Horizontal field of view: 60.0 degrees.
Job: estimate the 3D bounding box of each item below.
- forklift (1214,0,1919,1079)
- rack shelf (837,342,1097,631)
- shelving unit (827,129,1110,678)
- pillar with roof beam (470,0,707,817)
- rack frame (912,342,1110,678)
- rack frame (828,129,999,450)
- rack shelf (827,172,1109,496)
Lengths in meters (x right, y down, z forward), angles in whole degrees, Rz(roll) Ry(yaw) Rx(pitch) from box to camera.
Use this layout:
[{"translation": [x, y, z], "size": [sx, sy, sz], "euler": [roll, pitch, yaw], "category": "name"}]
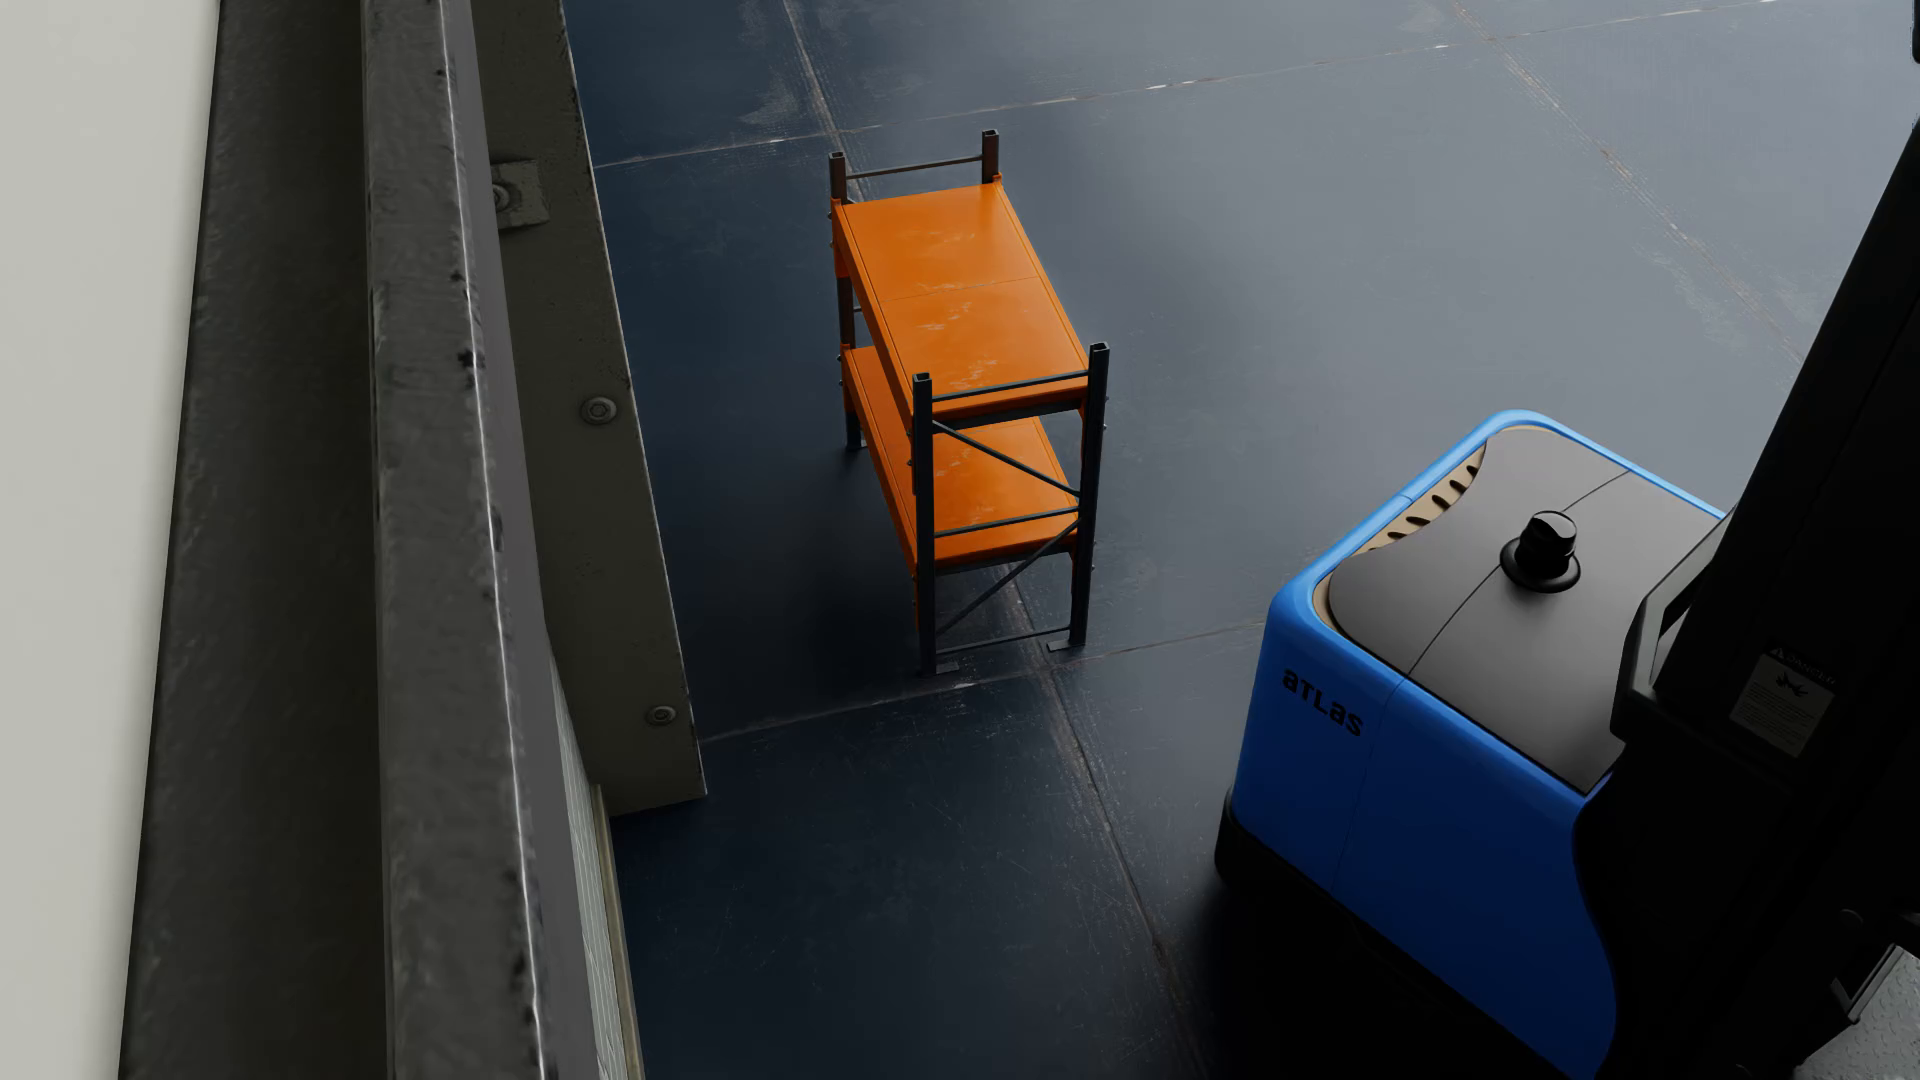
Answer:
[{"translation": [2.051, 0.373, 2.833], "size": [1.130, 2.935, 3.031], "euler": [-35, 55, -29], "category": "forklift"}, {"translation": [-0.002, -0.227, 5.027], "size": [0.538, 0.278, 1.000], "euler": [-11, 47, -10], "category": "rack shelf"}, {"translation": [-0.002, -0.398, 4.853], "size": [0.538, 1.125, 1.048], "euler": [-11, 47, -10], "category": "shelving unit"}, {"translation": [3.269, -3.344, 2.226], "size": [9.100, 9.000, 0.400], "euler": [-11, 47, -10], "category": "pillar with roof beam"}, {"translation": [0.128, -0.047, 4.509], "size": [0.500, 1.125, 0.032], "euler": [-11, 47, -10], "category": "rack frame"}, {"translation": [-0.132, -0.749, 5.197], "size": [0.500, 1.125, 0.032], "euler": [-11, 47, -10], "category": "rack frame"}, {"translation": [-0.002, -0.603, 4.644], "size": [0.538, 0.278, 1.000], "euler": [-11, 47, -10], "category": "rack shelf"}]
